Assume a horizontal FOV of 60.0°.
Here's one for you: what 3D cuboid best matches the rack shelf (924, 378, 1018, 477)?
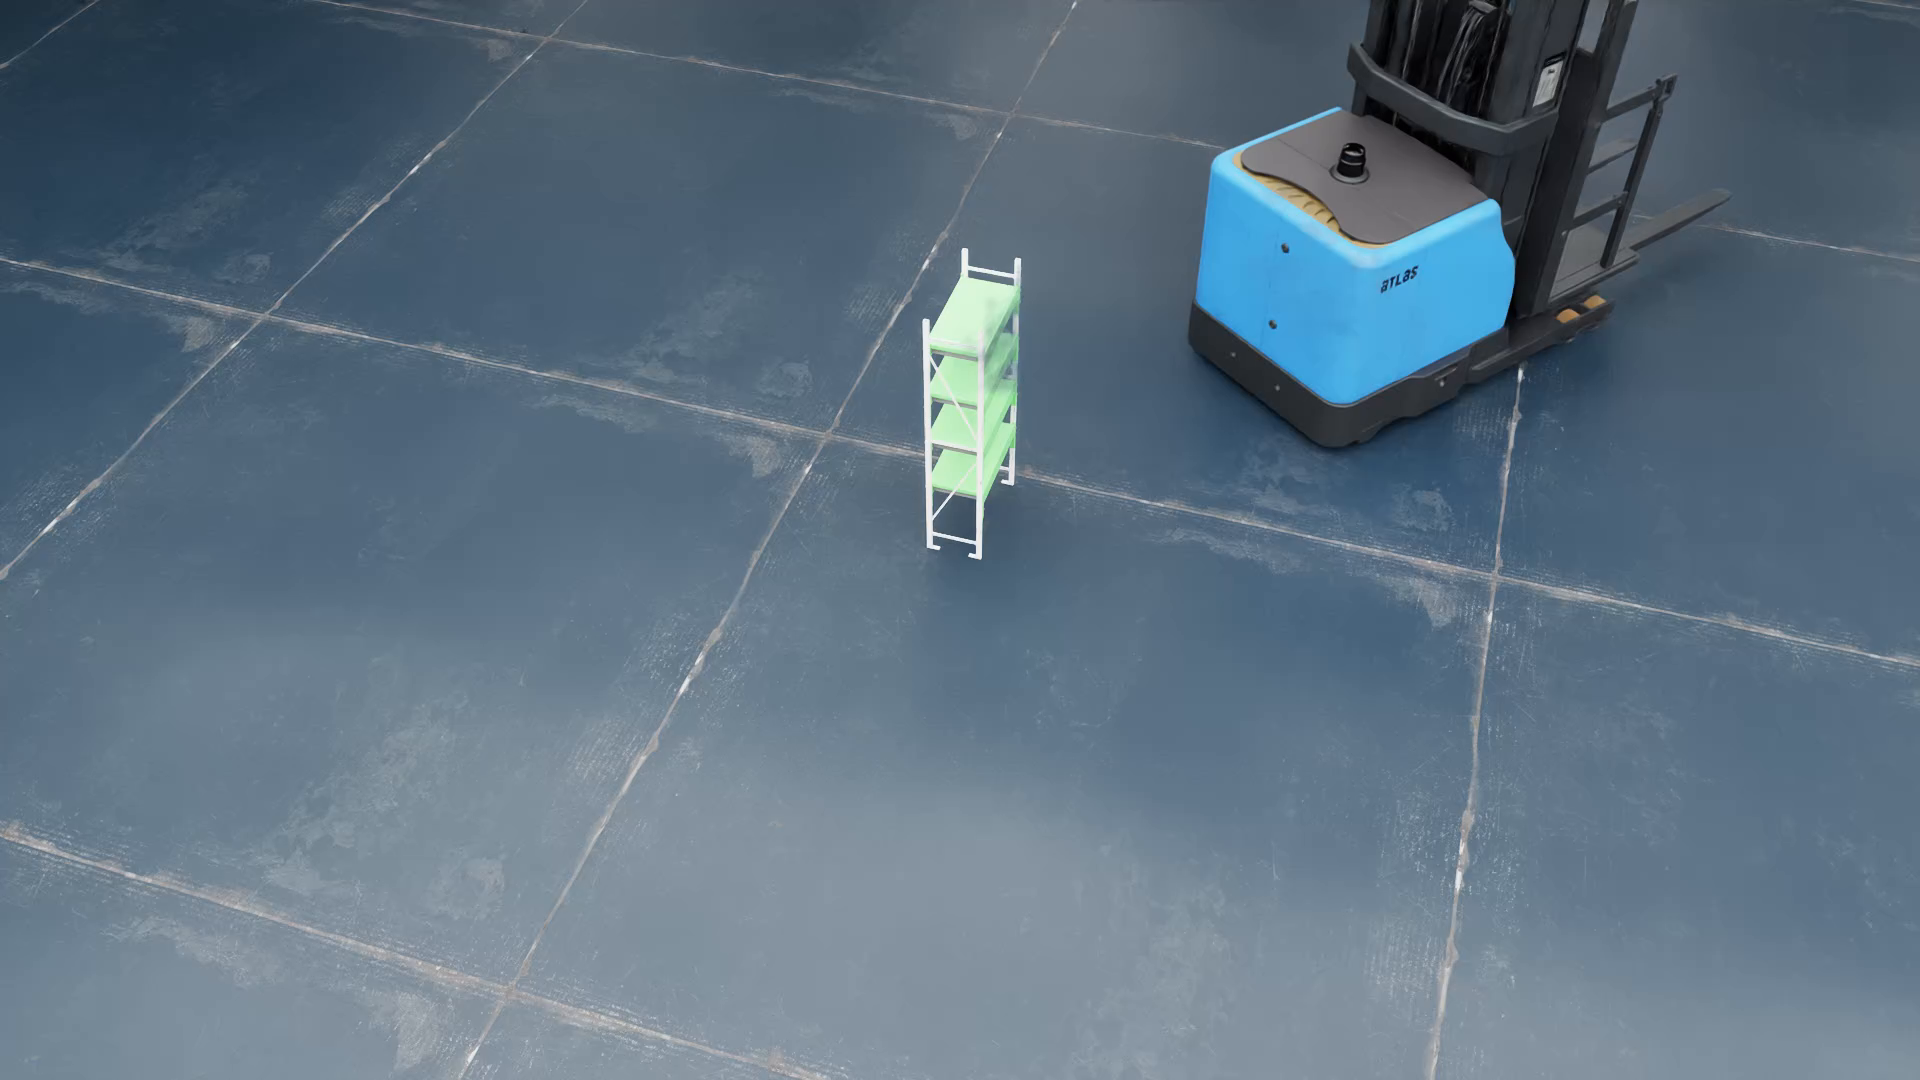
[{"bbox_3d":[0.050,-0.494,6.887,0.258,0.148,0.480,13,46,12],"label":"rack shelf"}]

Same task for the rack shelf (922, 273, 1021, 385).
[{"bbox_3d":[0.050,-0.837,6.551,0.258,0.148,0.480,13,46,12],"label":"rack shelf"}]

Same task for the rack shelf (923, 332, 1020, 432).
[{"bbox_3d":[0.050,-0.665,6.719,0.258,0.148,0.480,13,46,12],"label":"rack shelf"}]

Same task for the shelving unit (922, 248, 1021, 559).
[{"bbox_3d":[0.050,-0.539,6.842,0.258,1.200,0.503,13,46,12],"label":"shelving unit"}]

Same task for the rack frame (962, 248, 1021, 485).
[{"bbox_3d":[0.124,-0.702,7.008,0.240,1.200,0.015,13,46,12],"label":"rack frame"}]

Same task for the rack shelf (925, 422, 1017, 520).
[{"bbox_3d":[0.050,-0.322,7.055,0.258,0.148,0.480,13,46,12],"label":"rack shelf"}]

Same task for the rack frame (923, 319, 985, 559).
[{"bbox_3d":[-0.024,-0.377,6.676,0.240,1.200,0.015,13,46,12],"label":"rack frame"}]

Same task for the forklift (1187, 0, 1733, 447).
[{"bbox_3d":[2.601,-2.287,7.390,3.031,2.935,1.130,-26,50,-24],"label":"forklift"}]
